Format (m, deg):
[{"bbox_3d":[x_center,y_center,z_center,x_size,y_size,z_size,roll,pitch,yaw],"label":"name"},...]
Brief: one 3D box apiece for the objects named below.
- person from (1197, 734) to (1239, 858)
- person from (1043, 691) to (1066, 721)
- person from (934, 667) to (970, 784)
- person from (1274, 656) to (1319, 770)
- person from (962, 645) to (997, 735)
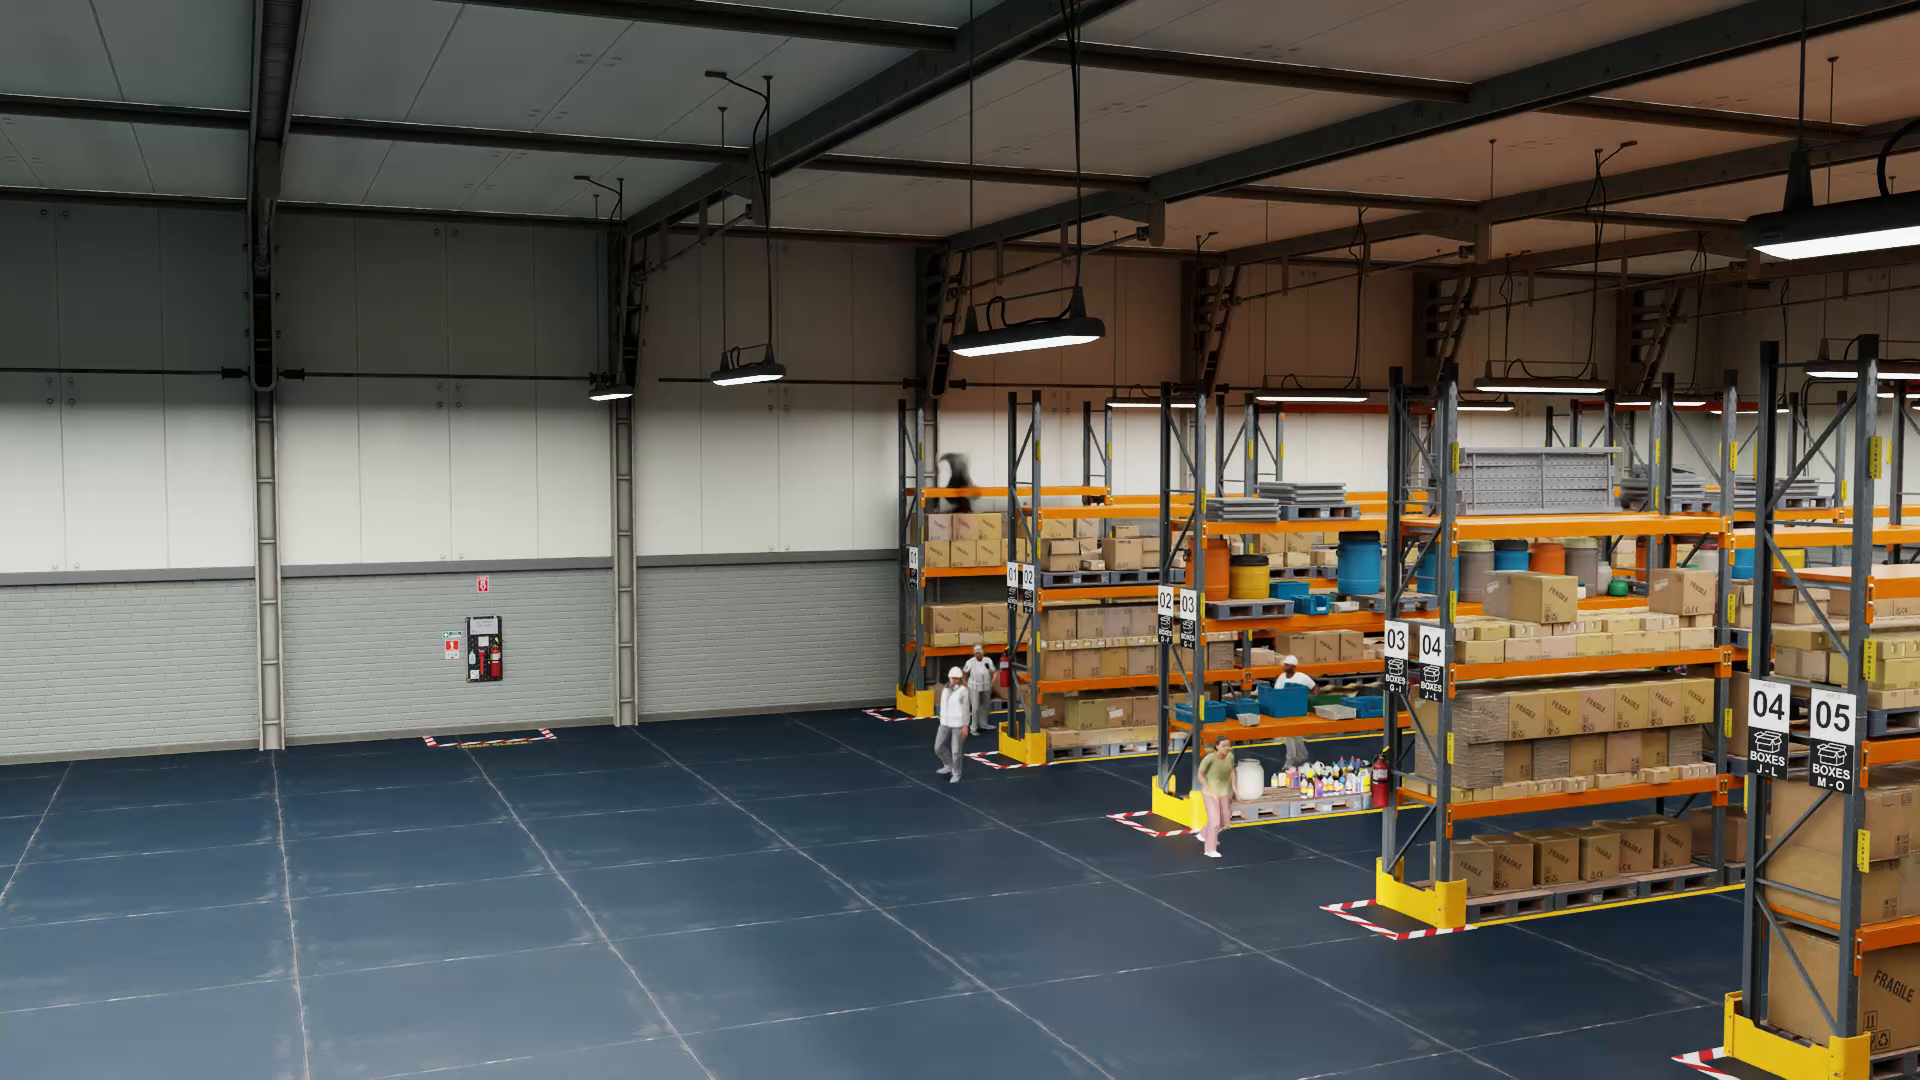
[{"bbox_3d":[3.153,3.162,20.742,0.579,1.576,0.758,-2,4,-28],"label":"person"},{"bbox_3d":[1.635,2.611,29.195,0.693,1.718,0.560,-2,4,-29],"label":"person"},{"bbox_3d":[-0.099,2.806,25.294,0.648,1.792,0.468,2,4,33],"label":"person"},{"bbox_3d":[5.268,2.739,26.433,0.823,1.812,0.684,-2,4,-33],"label":"person"},{"bbox_3d":[0.387,2.646,29.538,0.676,1.603,0.807,-1,4,-20],"label":"person"}]
